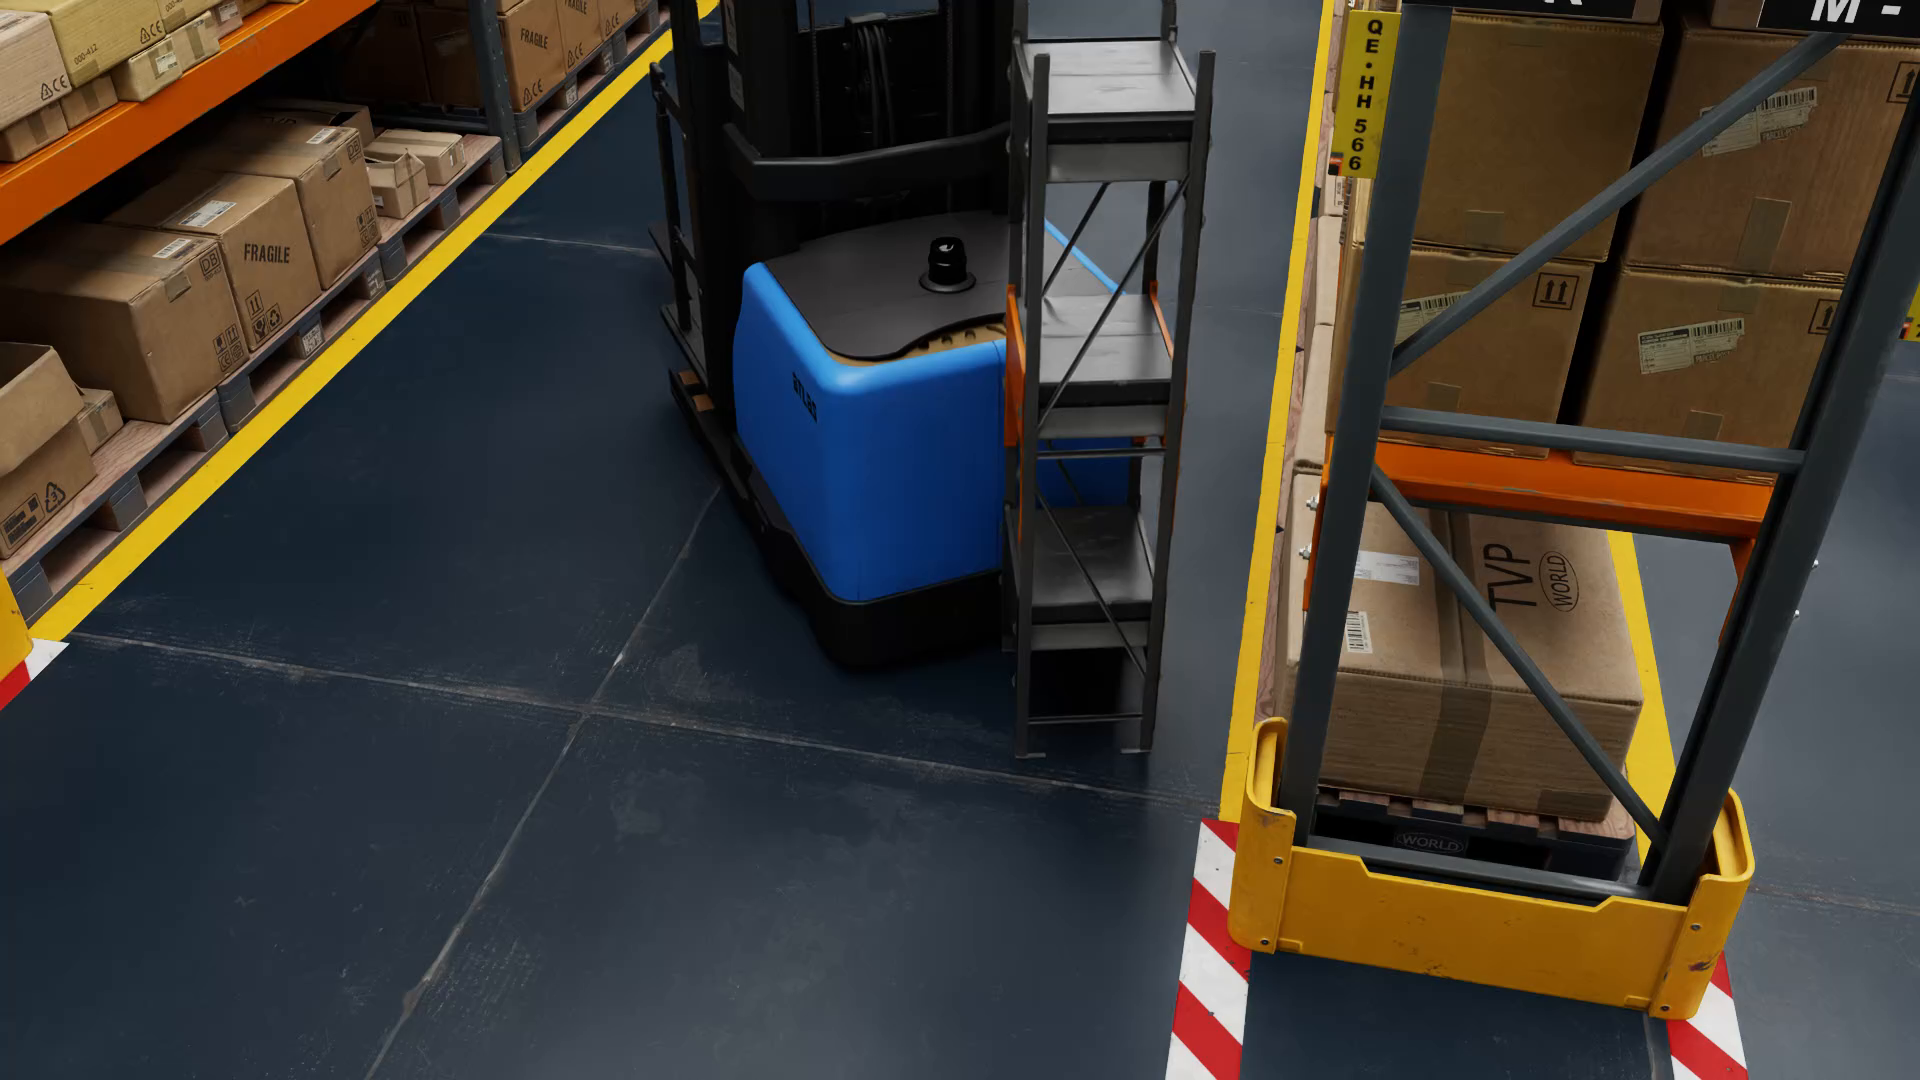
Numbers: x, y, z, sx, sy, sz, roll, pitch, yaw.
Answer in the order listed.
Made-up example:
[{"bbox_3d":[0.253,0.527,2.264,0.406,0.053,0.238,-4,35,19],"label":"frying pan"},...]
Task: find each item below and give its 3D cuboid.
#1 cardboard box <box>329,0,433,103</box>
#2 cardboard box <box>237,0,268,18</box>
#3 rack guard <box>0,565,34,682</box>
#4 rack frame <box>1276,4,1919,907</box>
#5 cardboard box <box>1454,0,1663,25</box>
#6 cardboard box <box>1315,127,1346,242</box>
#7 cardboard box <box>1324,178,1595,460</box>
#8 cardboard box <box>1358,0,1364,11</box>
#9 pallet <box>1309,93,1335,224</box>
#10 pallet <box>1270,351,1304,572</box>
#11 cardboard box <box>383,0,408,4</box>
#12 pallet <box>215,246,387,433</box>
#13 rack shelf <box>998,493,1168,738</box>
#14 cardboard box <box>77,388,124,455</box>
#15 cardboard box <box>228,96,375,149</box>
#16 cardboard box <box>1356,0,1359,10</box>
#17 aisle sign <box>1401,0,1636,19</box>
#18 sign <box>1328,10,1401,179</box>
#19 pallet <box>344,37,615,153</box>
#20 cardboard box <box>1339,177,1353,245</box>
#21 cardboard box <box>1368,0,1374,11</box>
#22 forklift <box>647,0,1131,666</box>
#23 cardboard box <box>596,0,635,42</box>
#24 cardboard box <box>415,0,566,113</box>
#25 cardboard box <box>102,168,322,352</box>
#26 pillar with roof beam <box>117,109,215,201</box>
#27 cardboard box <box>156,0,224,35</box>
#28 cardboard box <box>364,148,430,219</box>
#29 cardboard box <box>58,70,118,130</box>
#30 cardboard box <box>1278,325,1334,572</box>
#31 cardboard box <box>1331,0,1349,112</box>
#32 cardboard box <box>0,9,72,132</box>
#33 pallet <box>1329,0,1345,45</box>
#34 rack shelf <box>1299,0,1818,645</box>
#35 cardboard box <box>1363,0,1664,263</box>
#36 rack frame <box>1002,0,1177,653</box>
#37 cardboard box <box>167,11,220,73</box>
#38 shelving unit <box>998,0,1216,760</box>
[{"bbox_3d":[-2.880,-2.594,8.545,0.500,0.500,0.500,7,37,10],"label":"cardboard box"},{"bbox_3d":[-2.858,-2.066,6.259,0.380,0.149,0.250,8,37,11],"label":"cardboard box"},{"bbox_3d":[-3.534,0.144,5.125,1.175,0.500,0.348,7,37,10],"label":"rack guard"},{"bbox_3d":[1.300,-0.204,3.476,1.000,3.000,0.127,7,37,10],"label":"rack frame"},{"bbox_3d":[1.181,-1.143,3.281,0.380,0.149,0.250,8,37,11],"label":"cardboard box"},{"bbox_3d":[1.915,-1.283,6.790,0.875,0.438,0.875,7,36,9],"label":"cardboard box"},{"bbox_3d":[1.144,-0.554,3.874,0.500,0.500,0.500,8,37,10],"label":"cardboard box"},{"bbox_3d":[1.574,-1.729,5.495,0.500,0.500,0.500,8,37,10],"label":"cardboard box"},{"bbox_3d":[2.245,-1.820,8.081,1.003,0.211,1.213,7,37,10],"label":"pallet"},{"bbox_3d":[1.657,-0.241,5.902,1.003,0.211,1.213,7,37,10],"label":"pallet"},{"bbox_3d":[-2.899,-2.785,8.256,0.380,0.149,0.250,6,36,8],"label":"cardboard box"},{"bbox_3d":[-3.102,-0.893,6.803,1.003,0.211,1.213,7,37,10],"label":"pallet"},{"bbox_3d":[0.347,0.217,4.877,0.431,0.518,0.480,-2,36,-3],"label":"rack shelf"},{"bbox_3d":[-3.198,-0.417,5.841,0.380,0.149,0.250,6,36,8],"label":"cardboard box"},{"bbox_3d":[-3.068,-1.850,7.679,0.500,0.311,0.500,9,37,12],"label":"cardboard box"},{"bbox_3d":[1.798,-2.302,6.284,0.500,0.500,0.500,8,37,11],"label":"cardboard box"},{"bbox_3d":[0.981,-1.254,2.709,0.394,0.787,0.004,7,37,10],"label":"aisle sign"},{"bbox_3d":[0.773,-0.845,3.171,0.100,0.325,0.005,7,37,10],"label":"sign"},{"bbox_3d":[-2.559,-2.459,8.963,1.003,0.211,1.213,7,37,10],"label":"pallet"},{"bbox_3d":[1.366,-1.136,4.677,0.500,0.500,0.500,8,37,11],"label":"cardboard box"},{"bbox_3d":[1.362,-1.542,4.385,0.500,0.500,0.500,7,37,10],"label":"cardboard box"},{"bbox_3d":[-0.470,-1.661,5.545,1.130,2.935,3.031,-14,38,-18],"label":"forklift"},{"bbox_3d":[-2.158,-3.117,9.266,0.500,0.500,0.500,6,36,9],"label":"cardboard box"},{"bbox_3d":[-2.373,-2.524,8.449,0.500,0.500,0.500,9,37,12],"label":"cardboard box"},{"bbox_3d":[-2.896,-1.097,6.479,0.500,0.500,0.500,8,37,11],"label":"cardboard box"},{"bbox_3d":[0.481,-4.721,4.595,9.100,9.000,0.400,7,37,10],"label":"pillar with roof beam"},{"bbox_3d":[-2.889,-1.986,5.809,0.500,0.250,0.500,6,36,9],"label":"cardboard box"},{"bbox_3d":[-2.604,-1.620,7.400,0.396,0.266,0.258,9,37,12],"label":"cardboard box"},{"bbox_3d":[-3.016,-1.473,5.441,0.380,0.149,0.250,8,37,11],"label":"cardboard box"},{"bbox_3d":[1.530,-0.253,5.369,0.875,0.438,0.875,8,37,11],"label":"cardboard box"},{"bbox_3d":[2.394,-2.691,8.360,0.875,0.875,0.875,8,37,11],"label":"cardboard box"},{"bbox_3d":[-3.083,-1.399,4.999,0.500,0.250,0.500,8,37,10],"label":"cardboard box"},{"bbox_3d":[2.766,-3.219,10.011,1.003,0.211,1.213,7,37,10],"label":"pallet"},{"bbox_3d":[1.727,-1.059,5.269,1.077,0.370,4.000,7,37,10],"label":"rack shelf"},{"bbox_3d":[1.170,-0.956,3.575,0.500,0.500,0.500,8,37,12],"label":"cardboard box"},{"bbox_3d":[0.332,-0.503,4.655,0.400,2.100,0.015,-2,36,-3],"label":"rack frame"},{"bbox_3d":[-2.852,-1.762,5.840,0.380,0.149,0.250,8,37,11],"label":"cardboard box"},{"bbox_3d":[0.347,-0.361,4.458,0.431,2.100,0.503,-2,36,-3],"label":"shelving unit"}]
